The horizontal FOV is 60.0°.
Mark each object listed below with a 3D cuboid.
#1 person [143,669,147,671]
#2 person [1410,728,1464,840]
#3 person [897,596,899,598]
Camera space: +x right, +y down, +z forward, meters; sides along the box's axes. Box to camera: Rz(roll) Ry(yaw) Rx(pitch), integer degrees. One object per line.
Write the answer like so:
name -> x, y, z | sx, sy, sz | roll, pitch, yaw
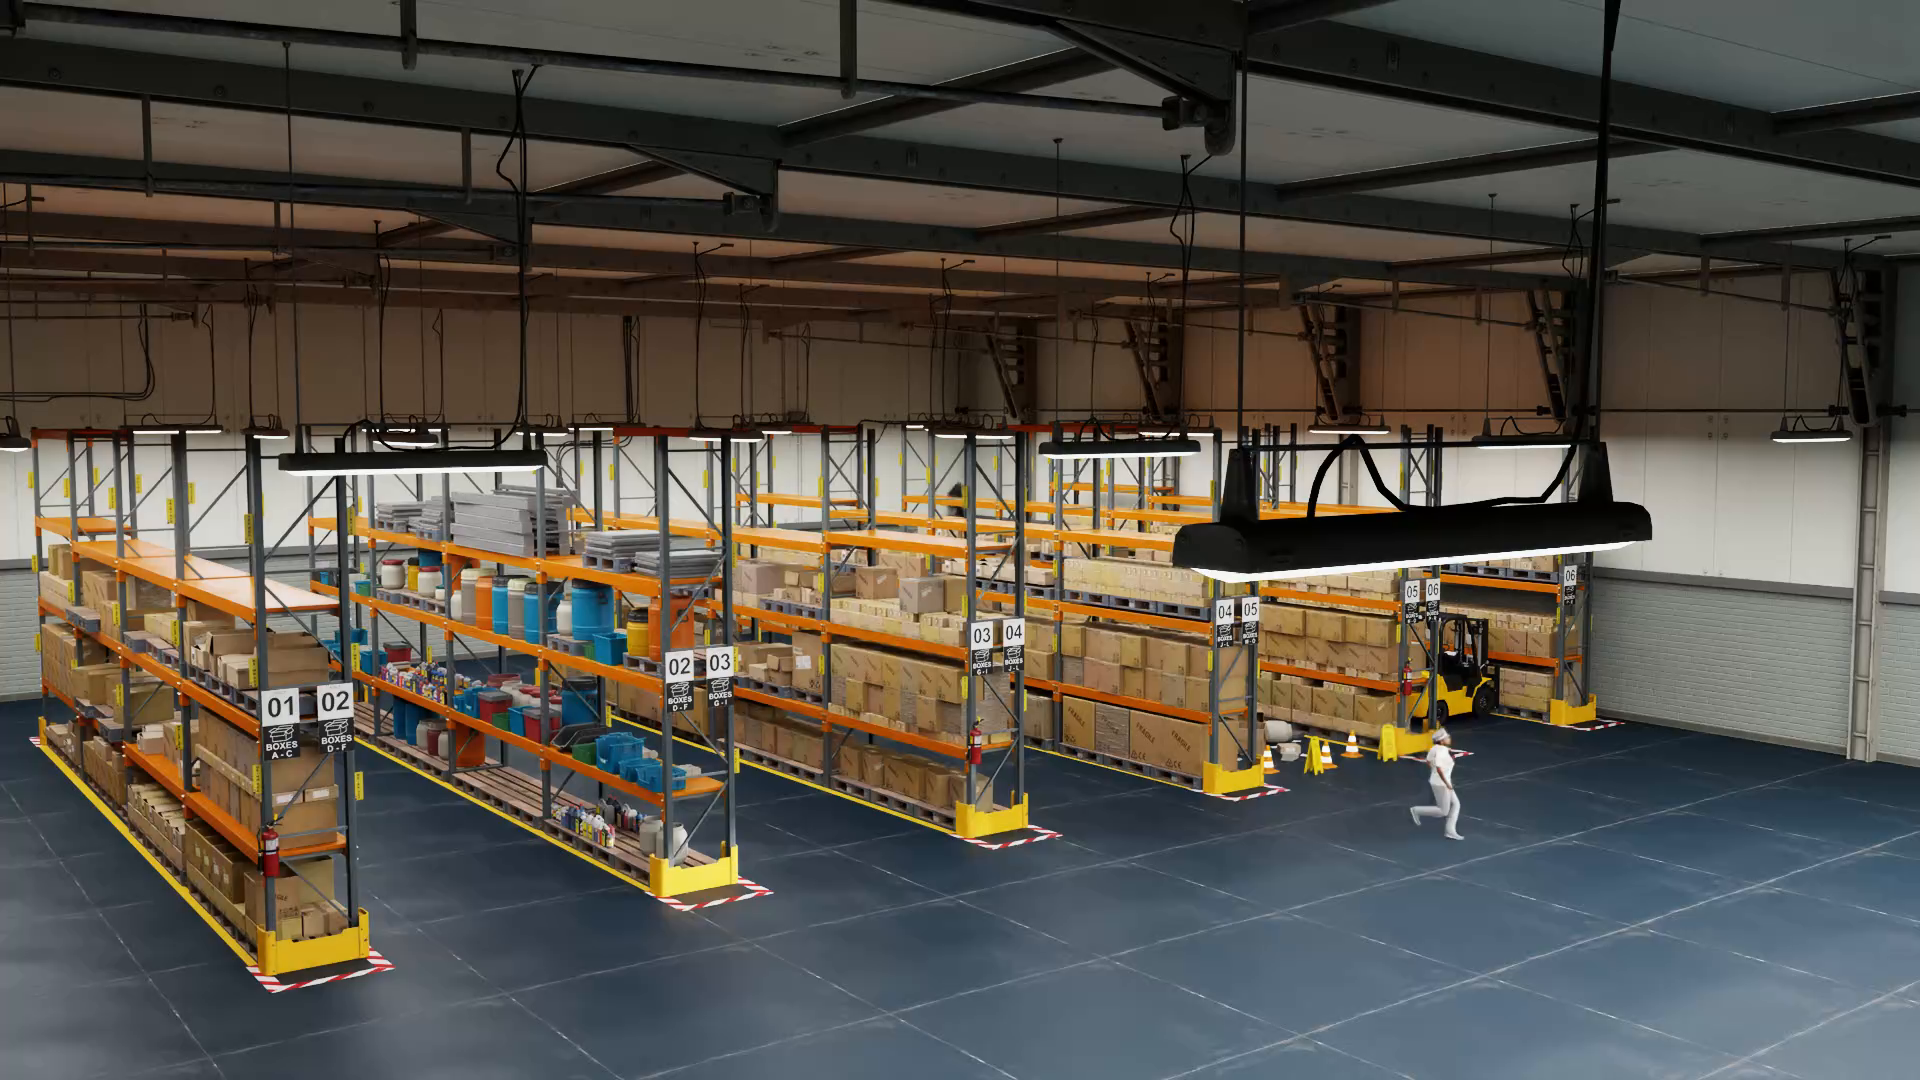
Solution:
person -> -16.134, 2.854, 33.001 | 1.004, 1.774, 0.764 | 0, 4, 5
person -> 7.081, 3.596, 24.538 | 0.740, 1.670, 0.572 | 1, 5, 10
person -> -1.789, 2.017, 44.400 | 0.660, 1.673, 0.718 | -3, 5, -30
